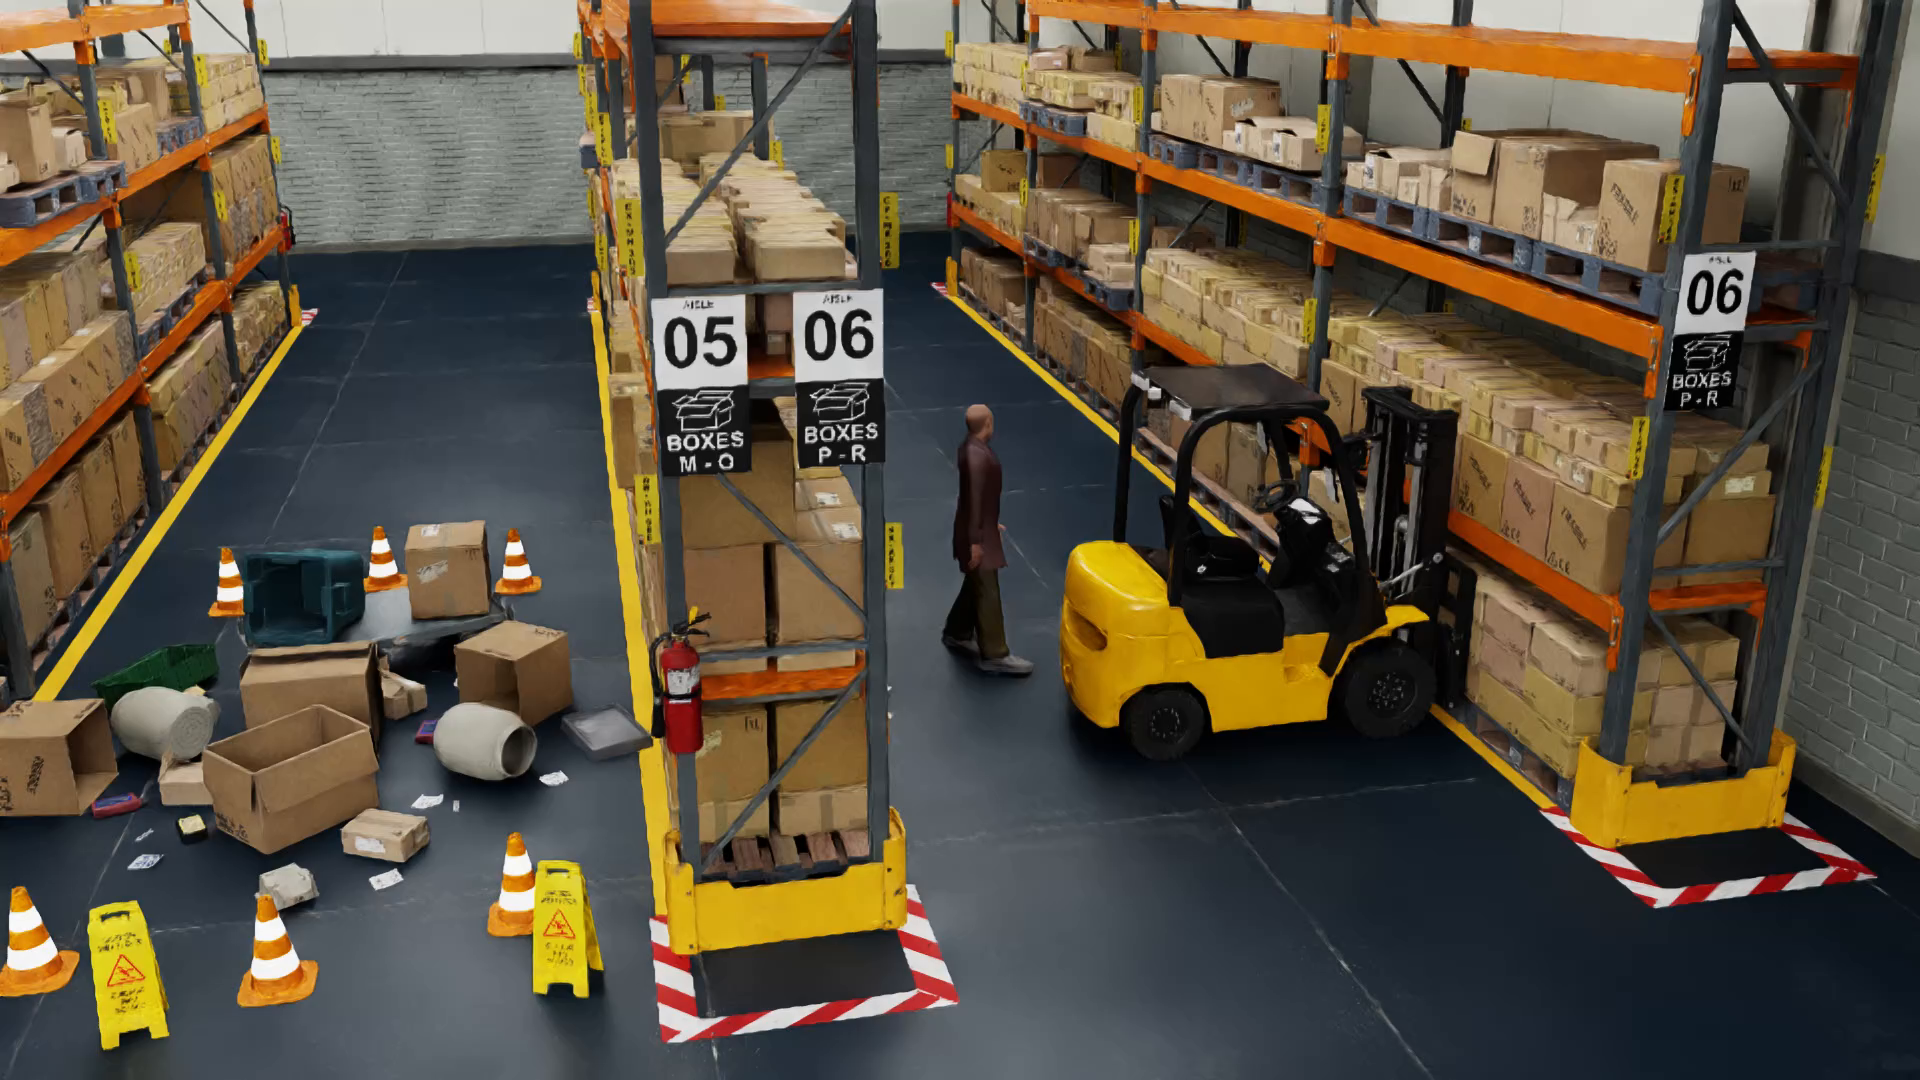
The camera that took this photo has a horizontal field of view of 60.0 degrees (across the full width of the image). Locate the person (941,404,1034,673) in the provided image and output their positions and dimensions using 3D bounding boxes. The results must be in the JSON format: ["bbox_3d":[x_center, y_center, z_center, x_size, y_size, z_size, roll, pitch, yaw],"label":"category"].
[{"bbox_3d":[0.186,-0.022,11.198,0.654,1.781,0.691,1,19,2],"label":"person"}]
